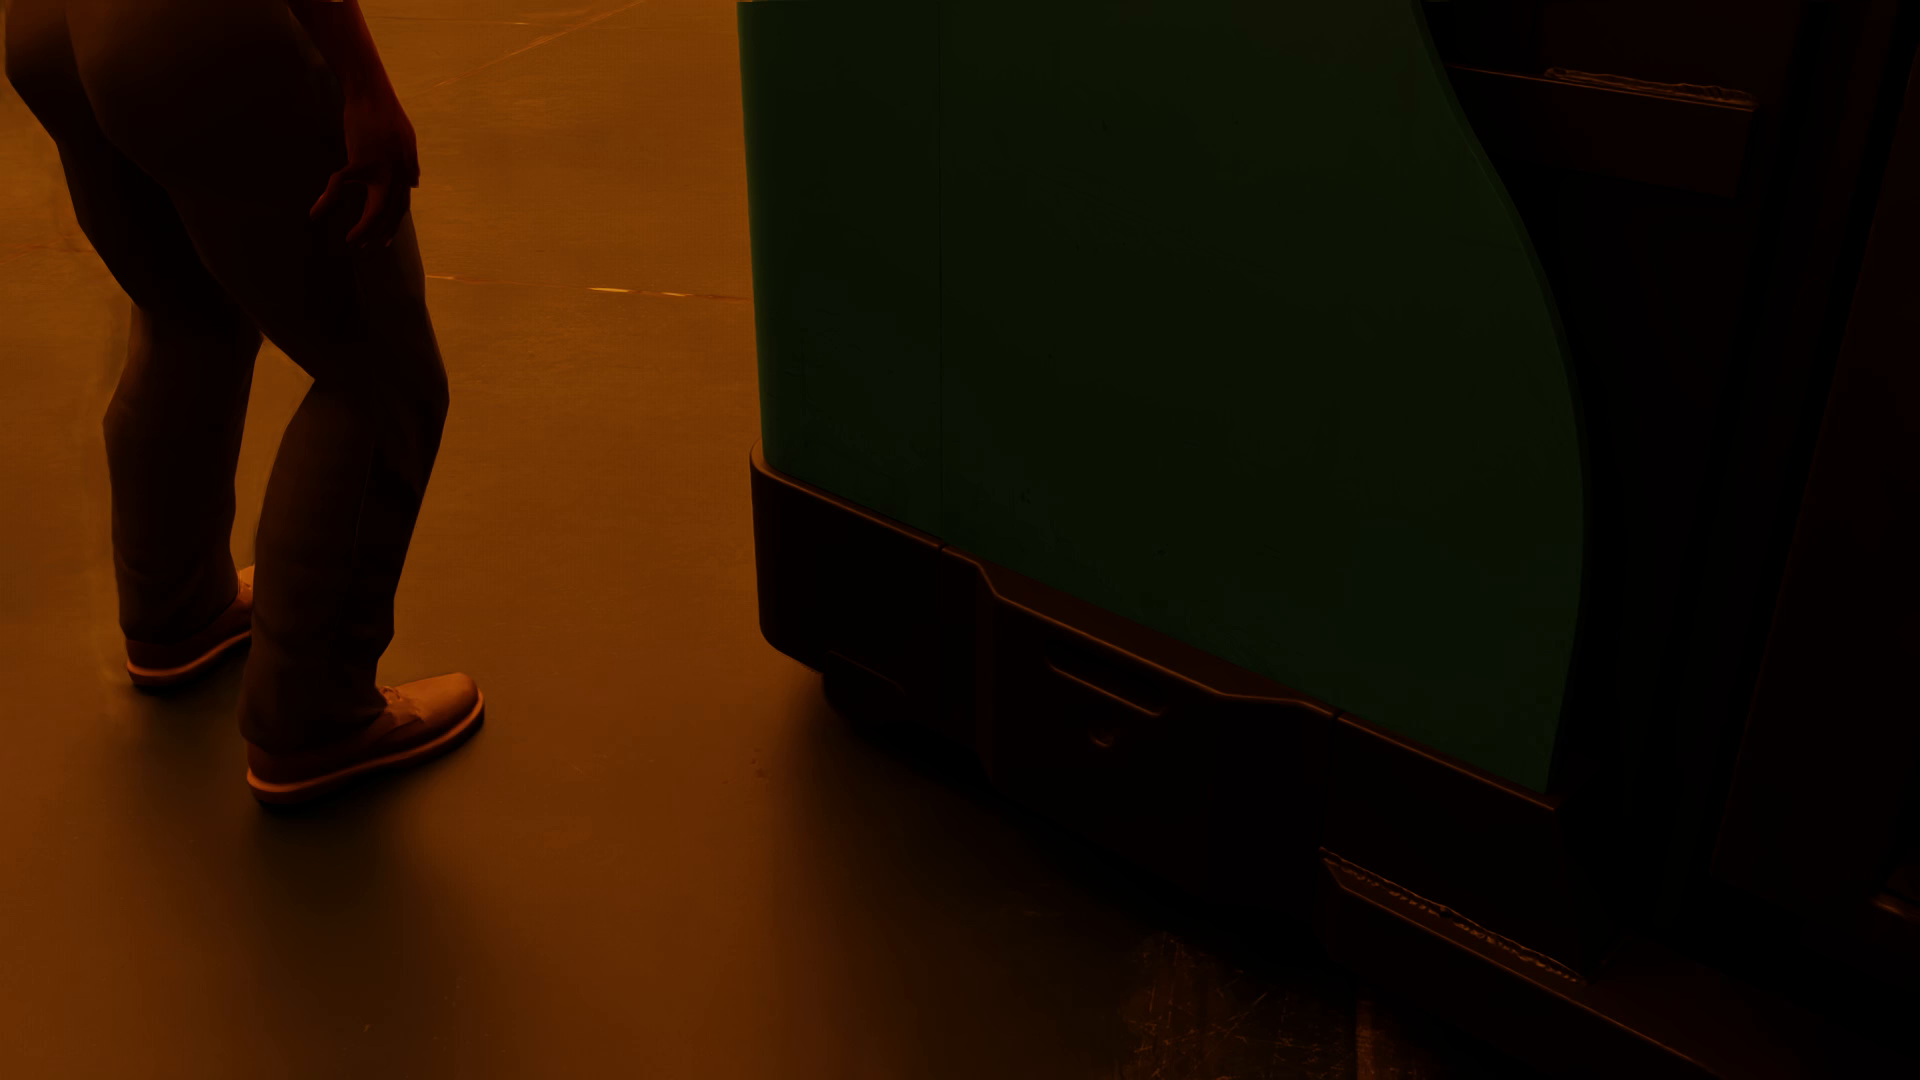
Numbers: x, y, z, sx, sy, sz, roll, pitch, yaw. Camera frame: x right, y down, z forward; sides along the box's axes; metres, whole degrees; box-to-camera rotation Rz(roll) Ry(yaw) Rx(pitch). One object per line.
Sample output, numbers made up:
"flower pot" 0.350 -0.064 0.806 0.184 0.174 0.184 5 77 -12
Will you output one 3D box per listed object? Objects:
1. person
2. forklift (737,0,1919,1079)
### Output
"person" -0.793 -0.513 1.710 0.700 1.633 0.322 21 33 35
"forklift" 1.167 -0.847 0.925 3.031 2.935 1.130 23 35 37
